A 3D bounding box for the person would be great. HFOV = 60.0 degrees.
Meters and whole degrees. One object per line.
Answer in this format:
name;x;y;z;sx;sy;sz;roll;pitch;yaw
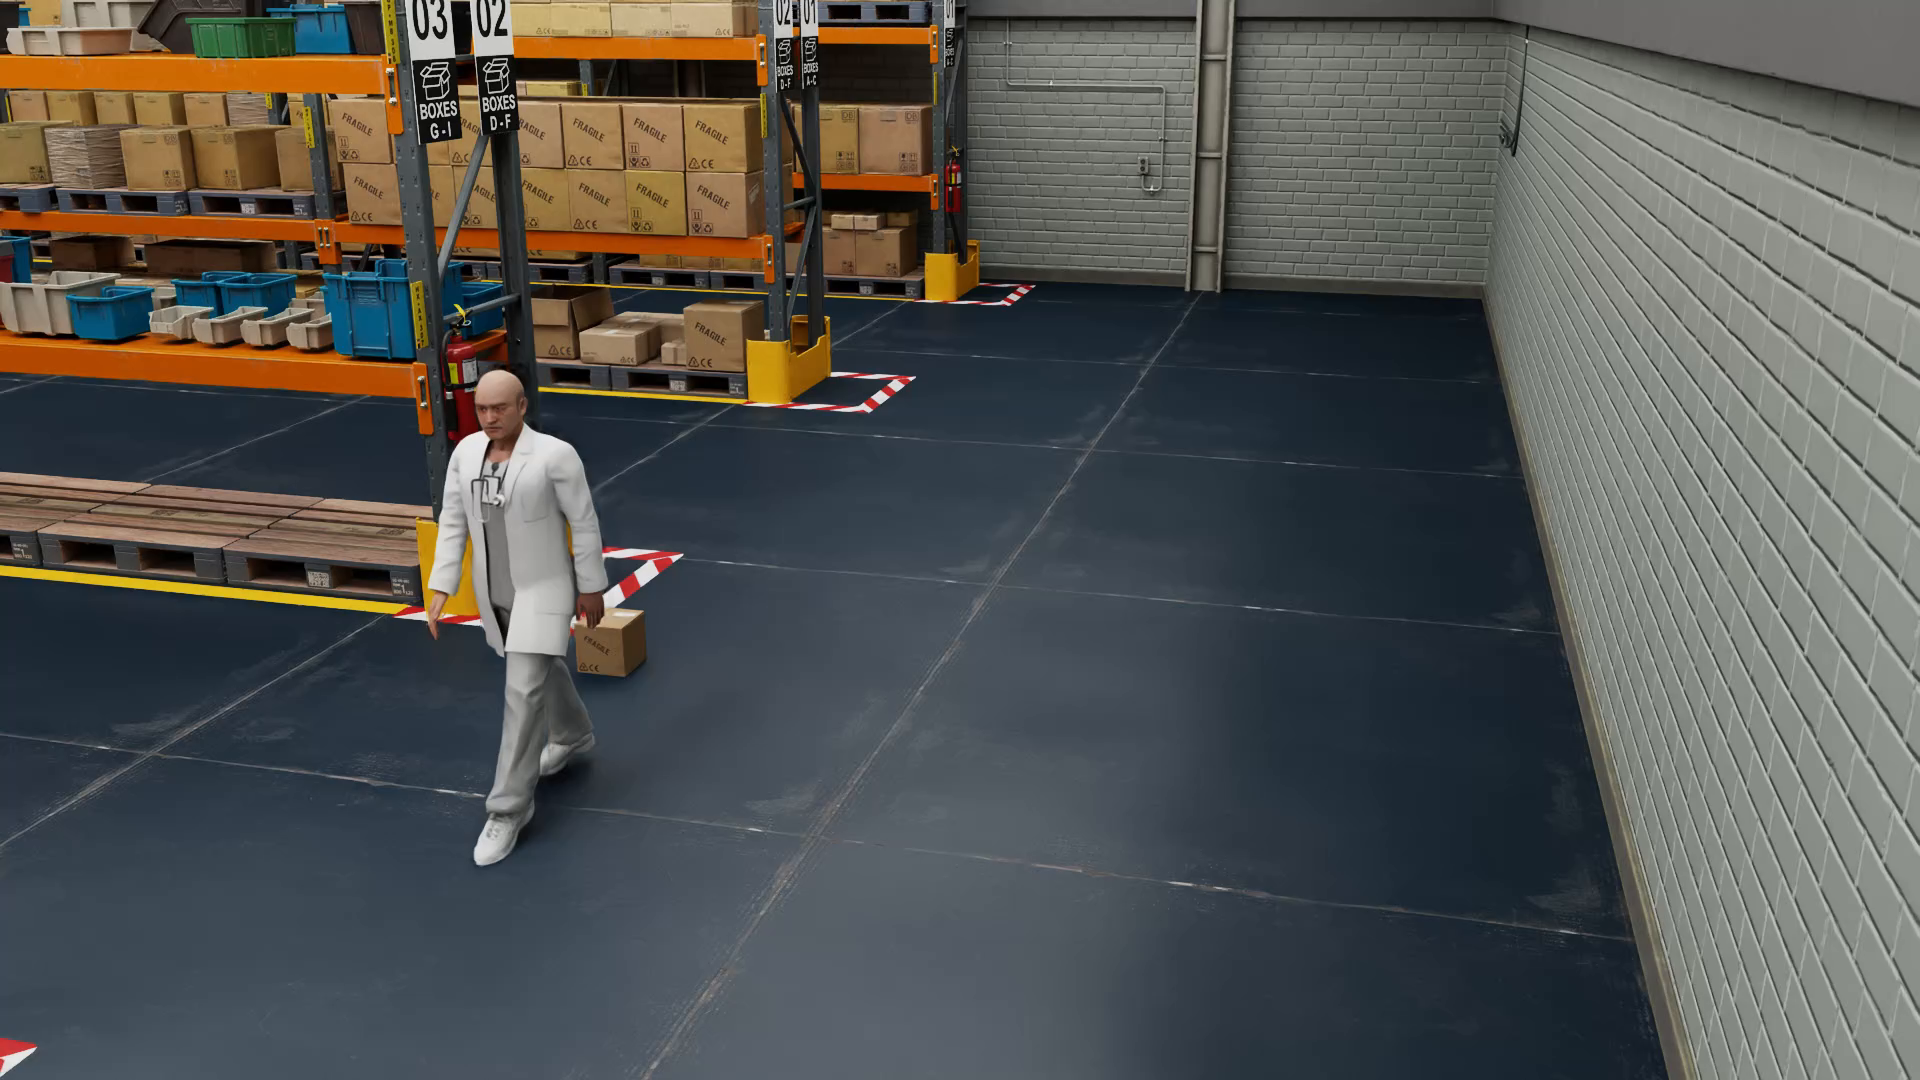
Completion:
person;-1.706;0.230;6.401;0.604;1.791;0.977;7;19;21
